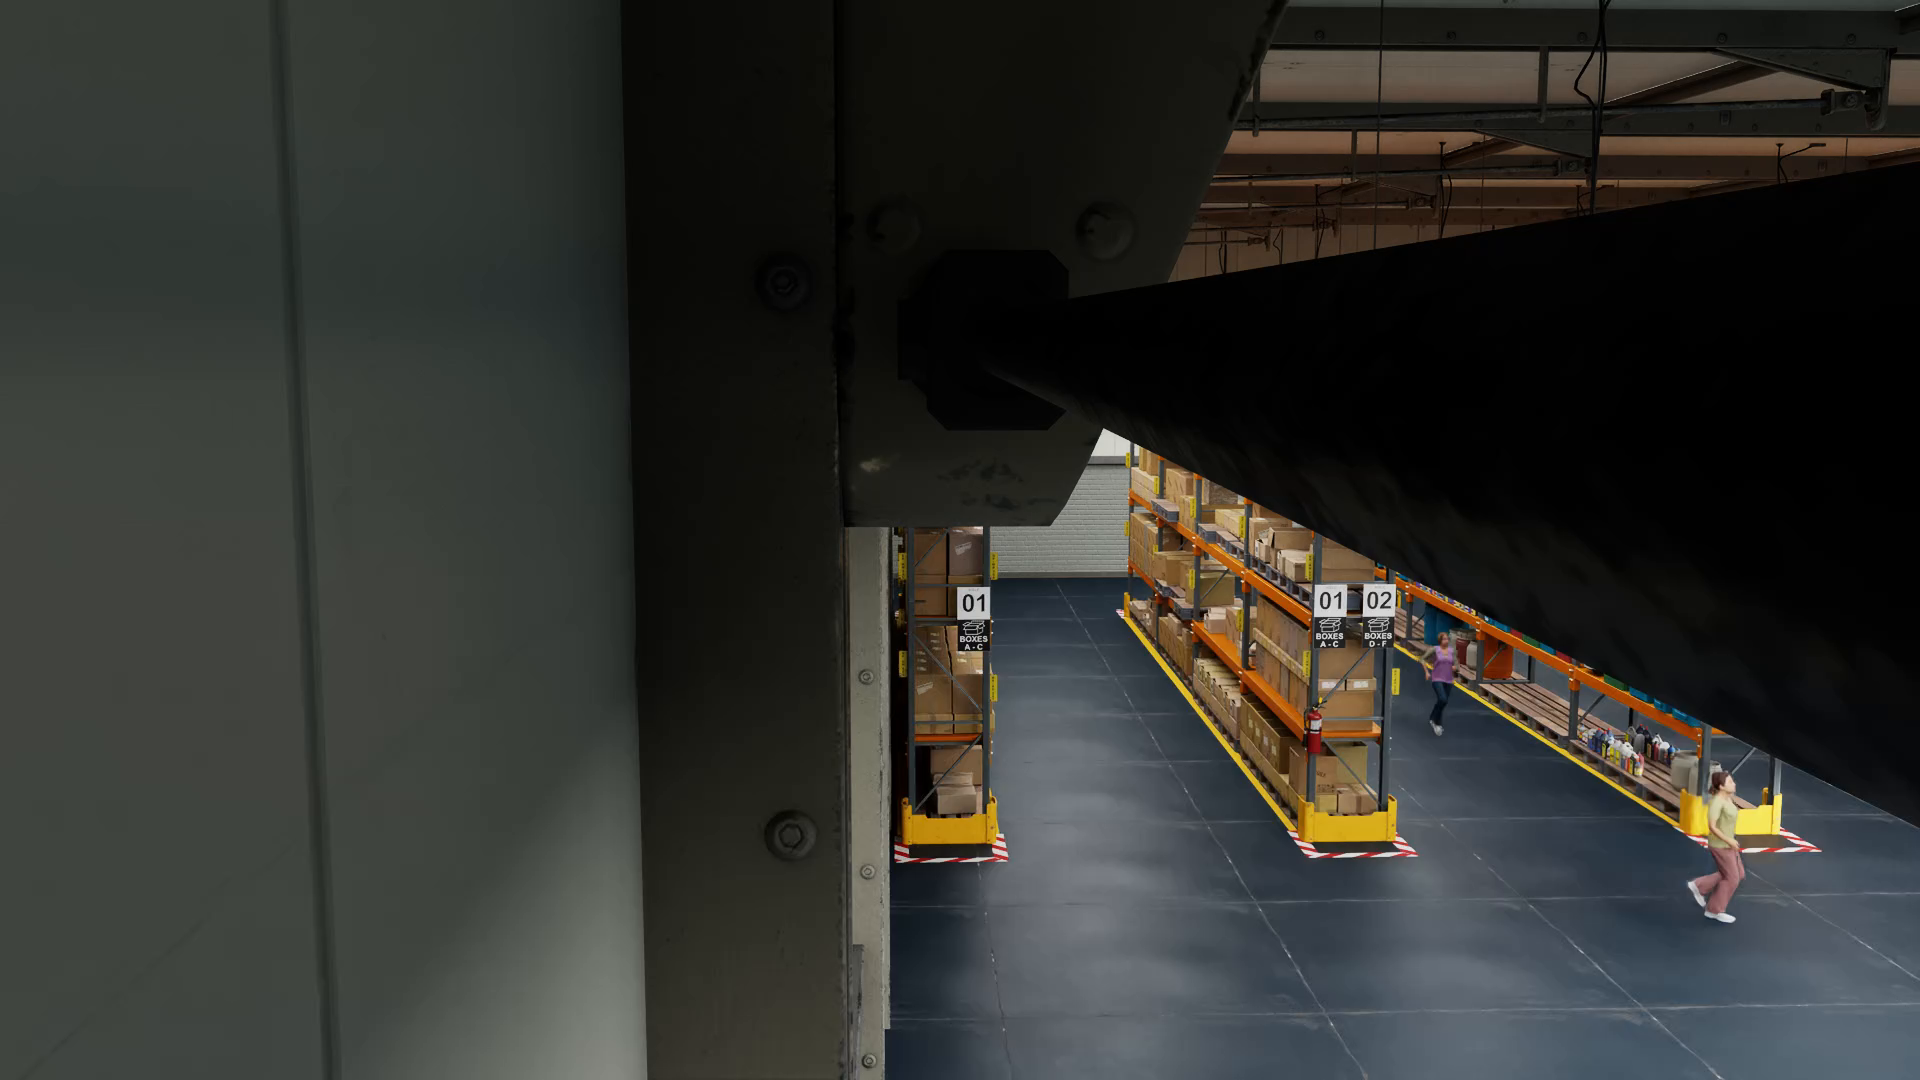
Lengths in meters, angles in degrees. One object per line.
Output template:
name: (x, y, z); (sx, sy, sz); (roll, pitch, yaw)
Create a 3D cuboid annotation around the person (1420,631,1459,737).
person: (7.495, 2.230, 25.894); (0.503, 1.627, 0.691); (-2, 8, -15)

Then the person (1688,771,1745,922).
person: (8.106, 3.262, 17.787); (0.547, 1.636, 0.580); (4, 8, 29)
